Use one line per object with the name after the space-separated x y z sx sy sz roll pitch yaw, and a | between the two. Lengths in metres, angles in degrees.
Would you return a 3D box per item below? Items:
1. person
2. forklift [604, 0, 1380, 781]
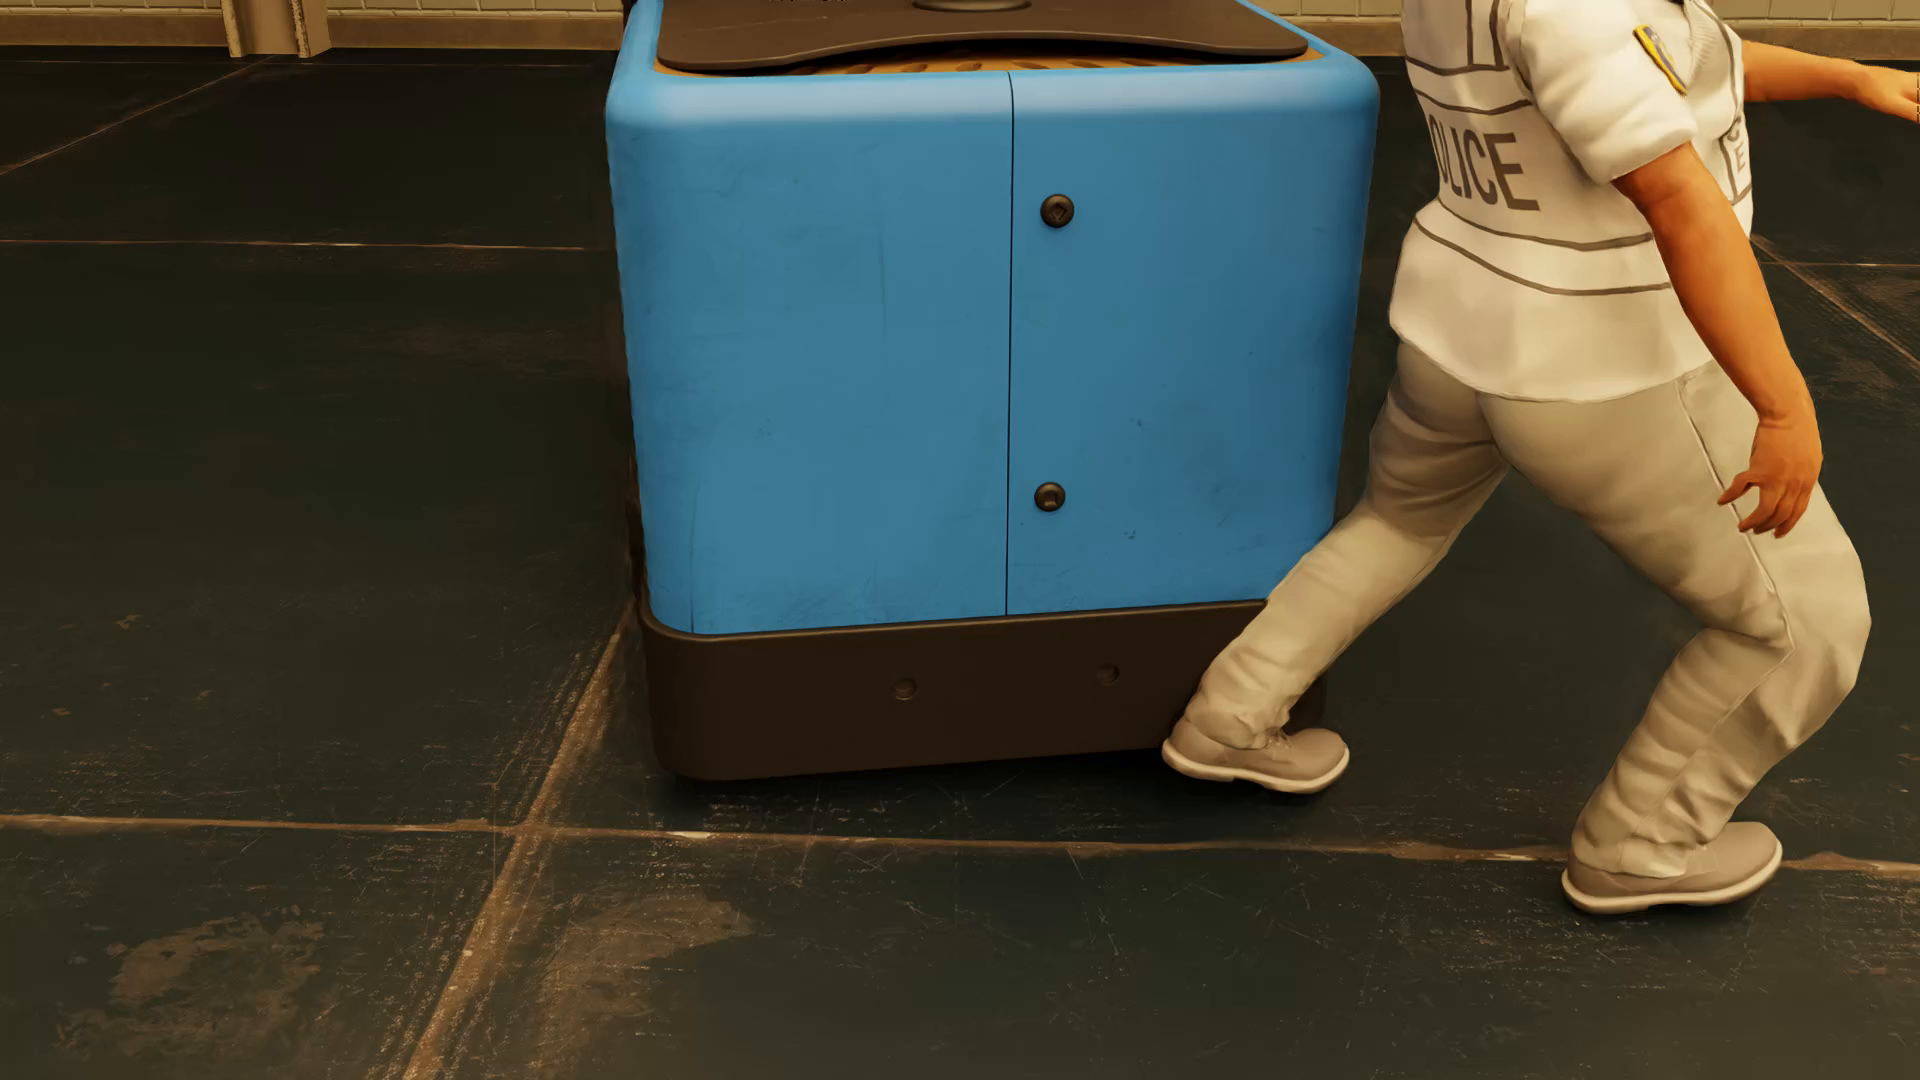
0.780 -0.227 2.065 0.818 1.515 0.748 -9 28 -17 | person
-0.135 -1.583 3.229 1.130 2.935 3.031 -3 26 -7 | forklift
